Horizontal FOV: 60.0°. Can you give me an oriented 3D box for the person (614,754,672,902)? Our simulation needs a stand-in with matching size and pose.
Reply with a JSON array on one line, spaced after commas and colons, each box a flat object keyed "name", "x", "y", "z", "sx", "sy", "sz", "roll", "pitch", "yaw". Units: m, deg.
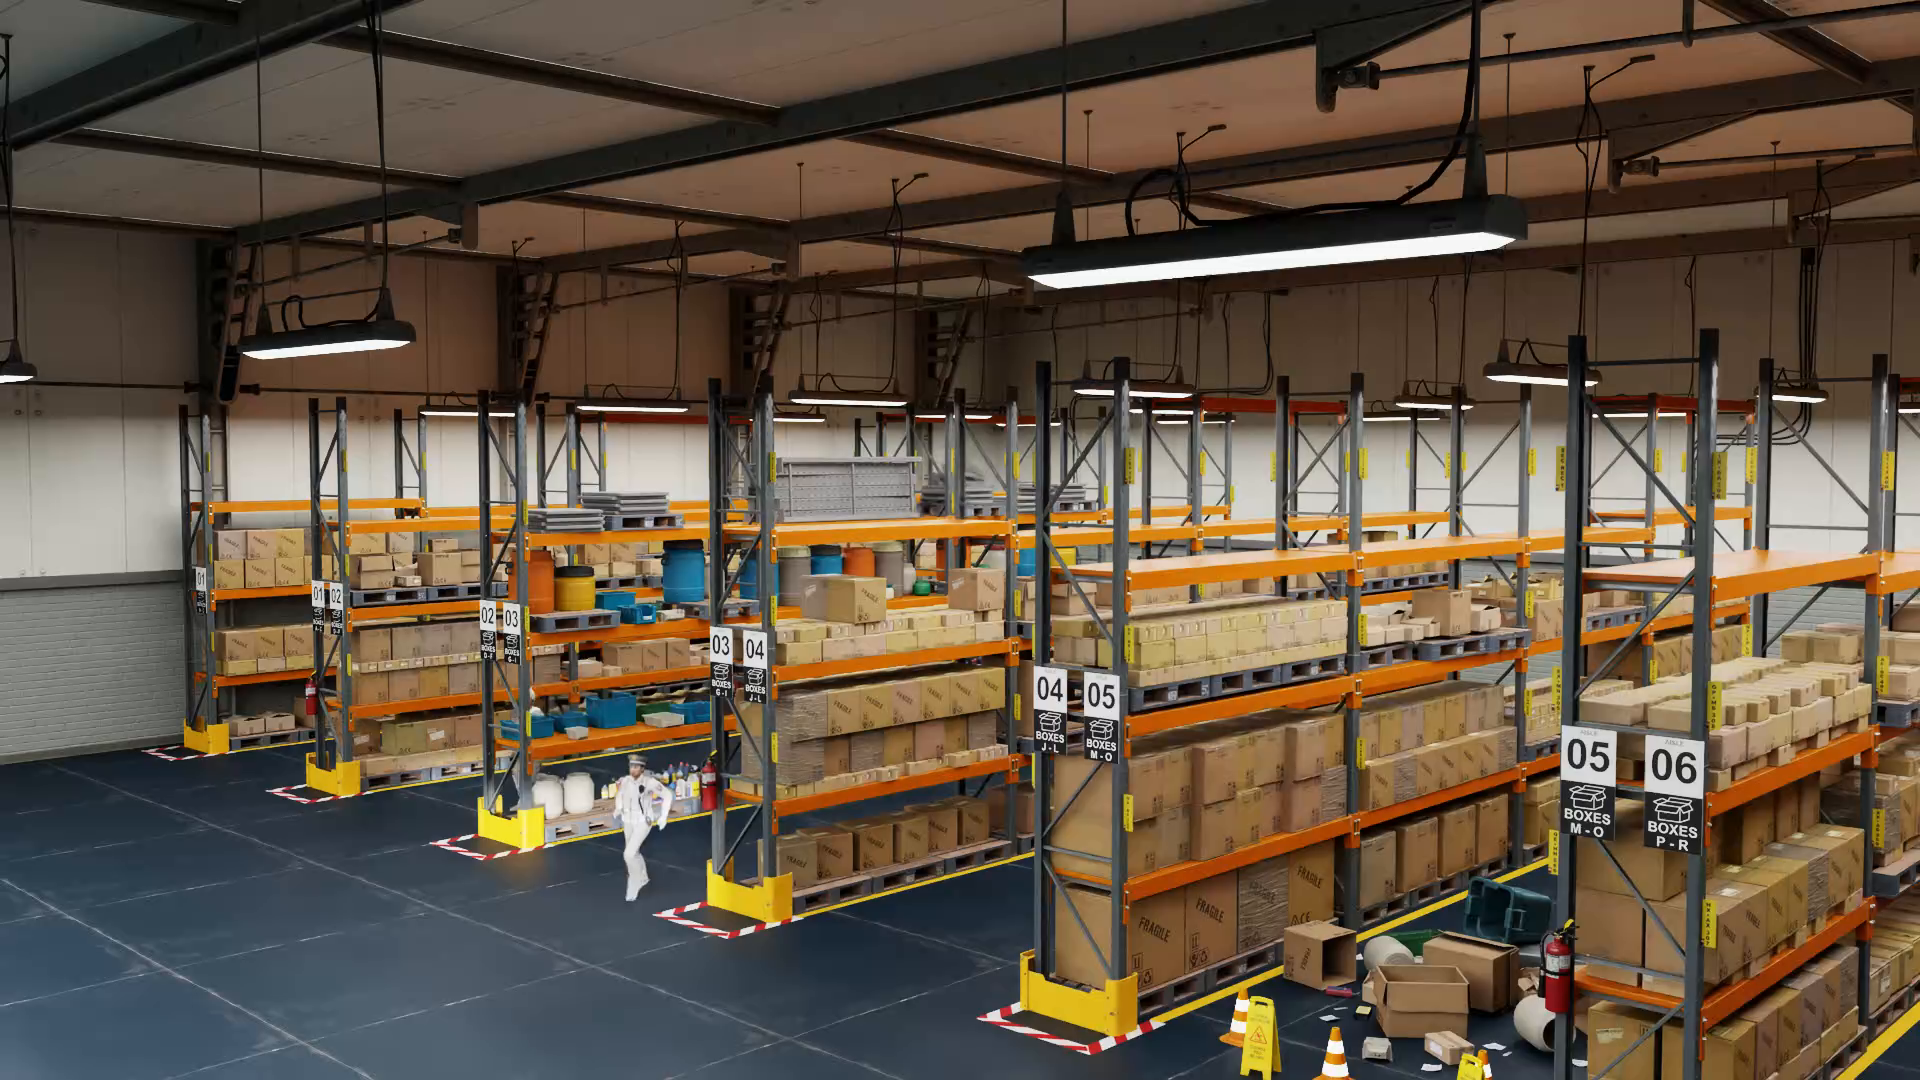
[{"name": "person", "x": -3.711, "y": 3.322, "z": 19.292, "sx": 0.654, "sy": 1.720, "sz": 0.688, "roll": 2, "pitch": 3, "yaw": 28}]

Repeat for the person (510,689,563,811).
[{"name": "person", "x": -6.188, "y": 3.022, "z": 24.174, "sx": 0.670, "sy": 1.752, "sz": 0.804, "roll": 3, "pitch": 4, "yaw": 44}]
